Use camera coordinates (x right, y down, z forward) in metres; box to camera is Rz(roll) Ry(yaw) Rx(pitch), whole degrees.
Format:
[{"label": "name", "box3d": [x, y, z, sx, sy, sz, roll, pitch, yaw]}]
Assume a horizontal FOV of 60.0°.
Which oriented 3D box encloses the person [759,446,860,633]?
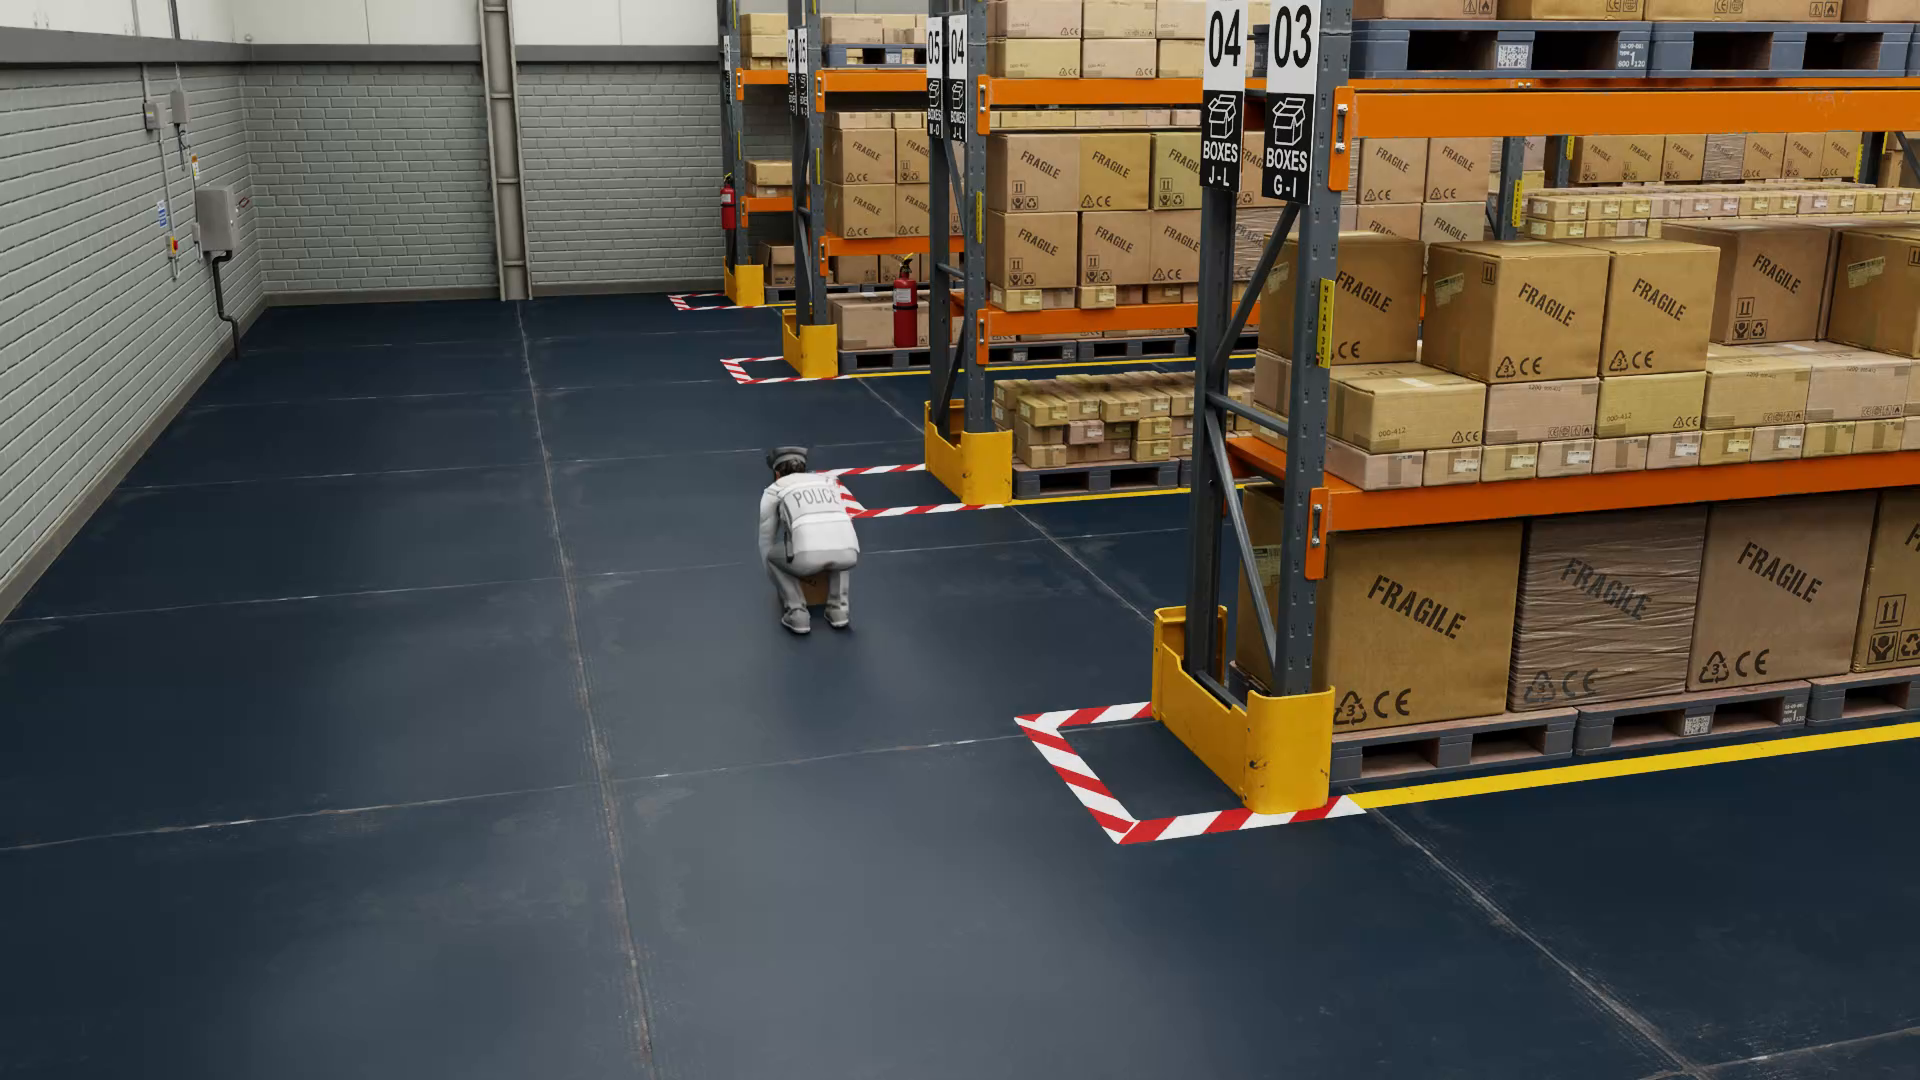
[{"label": "person", "box3d": [-0.820, -0.007, 8.925, 0.478, 0.913, 0.854, -5, 17, -15]}]
